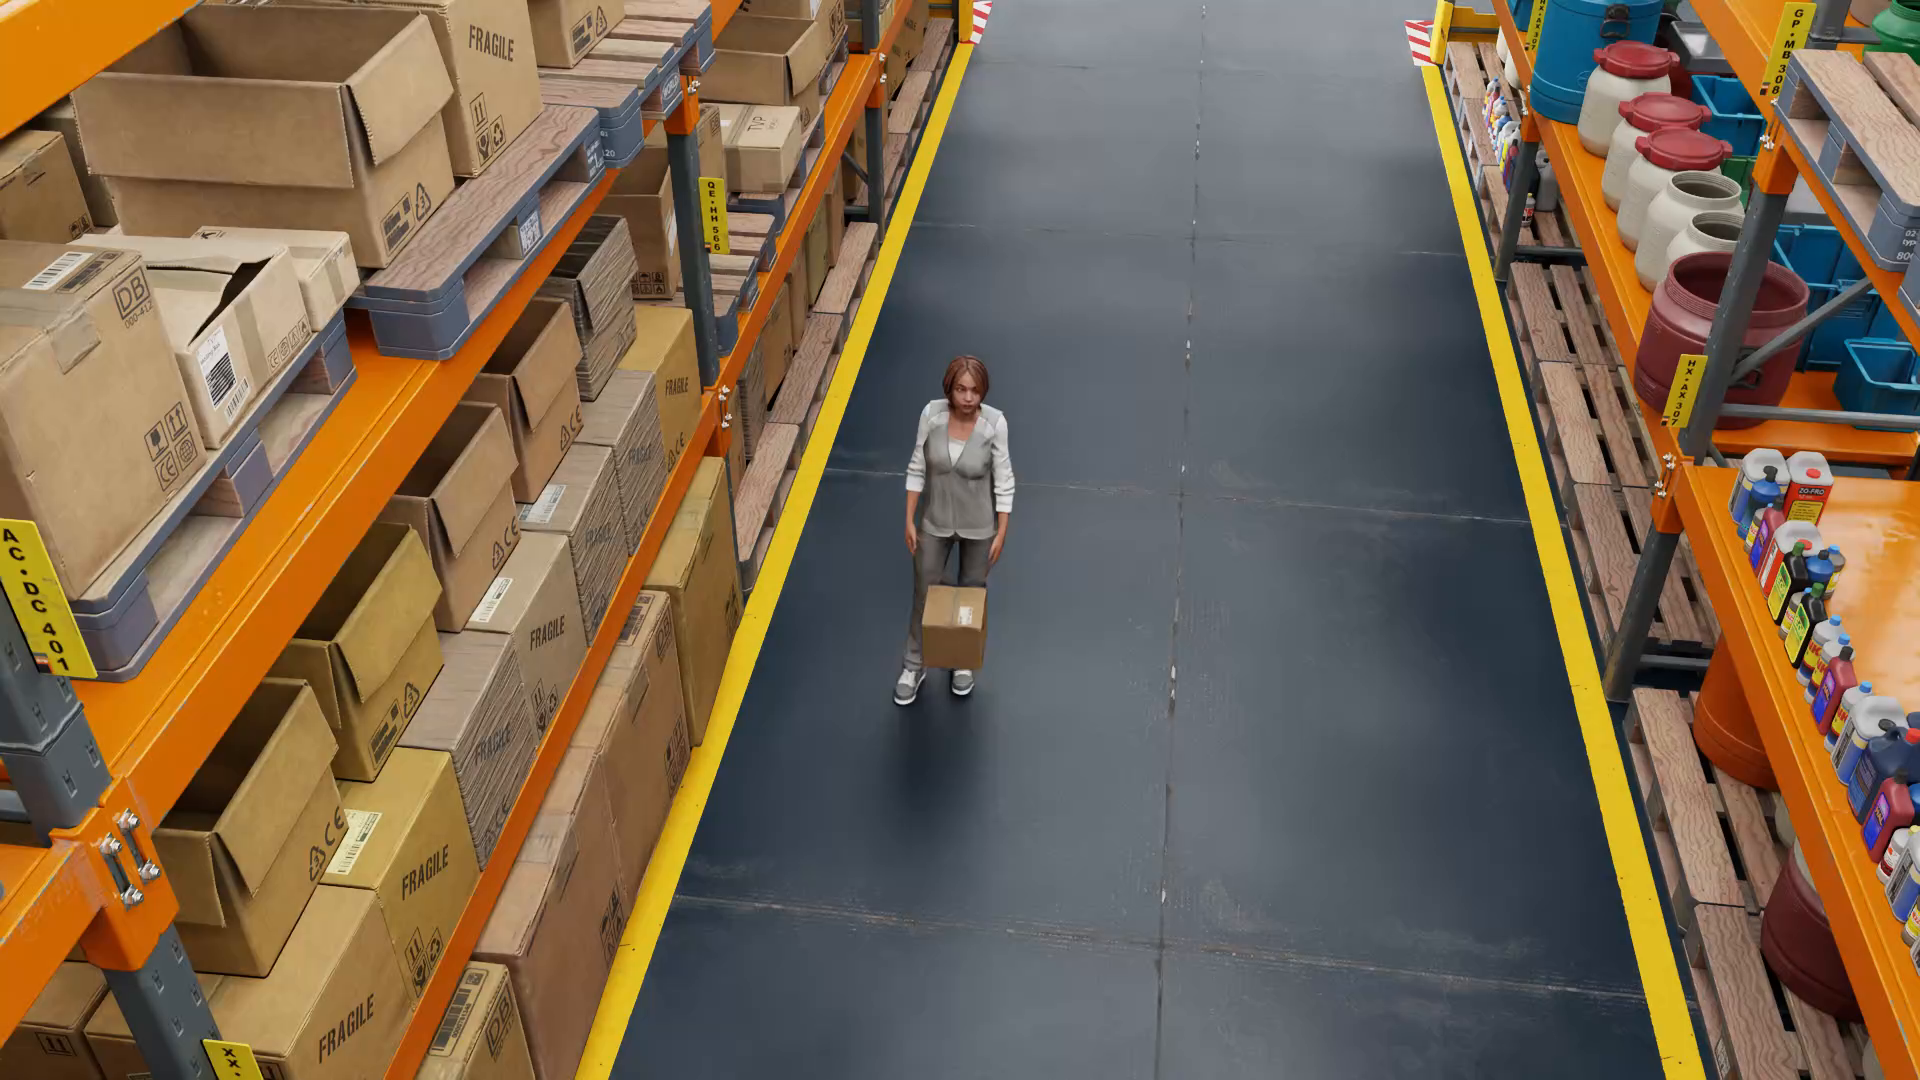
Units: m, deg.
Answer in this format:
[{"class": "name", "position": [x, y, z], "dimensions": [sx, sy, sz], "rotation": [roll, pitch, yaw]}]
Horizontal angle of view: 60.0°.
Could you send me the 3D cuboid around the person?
[{"class": "person", "position": [-0.026, -0.018, 7.056], "dimensions": [0.501, 1.597, 0.473], "rotation": [4, 37, 6]}]
